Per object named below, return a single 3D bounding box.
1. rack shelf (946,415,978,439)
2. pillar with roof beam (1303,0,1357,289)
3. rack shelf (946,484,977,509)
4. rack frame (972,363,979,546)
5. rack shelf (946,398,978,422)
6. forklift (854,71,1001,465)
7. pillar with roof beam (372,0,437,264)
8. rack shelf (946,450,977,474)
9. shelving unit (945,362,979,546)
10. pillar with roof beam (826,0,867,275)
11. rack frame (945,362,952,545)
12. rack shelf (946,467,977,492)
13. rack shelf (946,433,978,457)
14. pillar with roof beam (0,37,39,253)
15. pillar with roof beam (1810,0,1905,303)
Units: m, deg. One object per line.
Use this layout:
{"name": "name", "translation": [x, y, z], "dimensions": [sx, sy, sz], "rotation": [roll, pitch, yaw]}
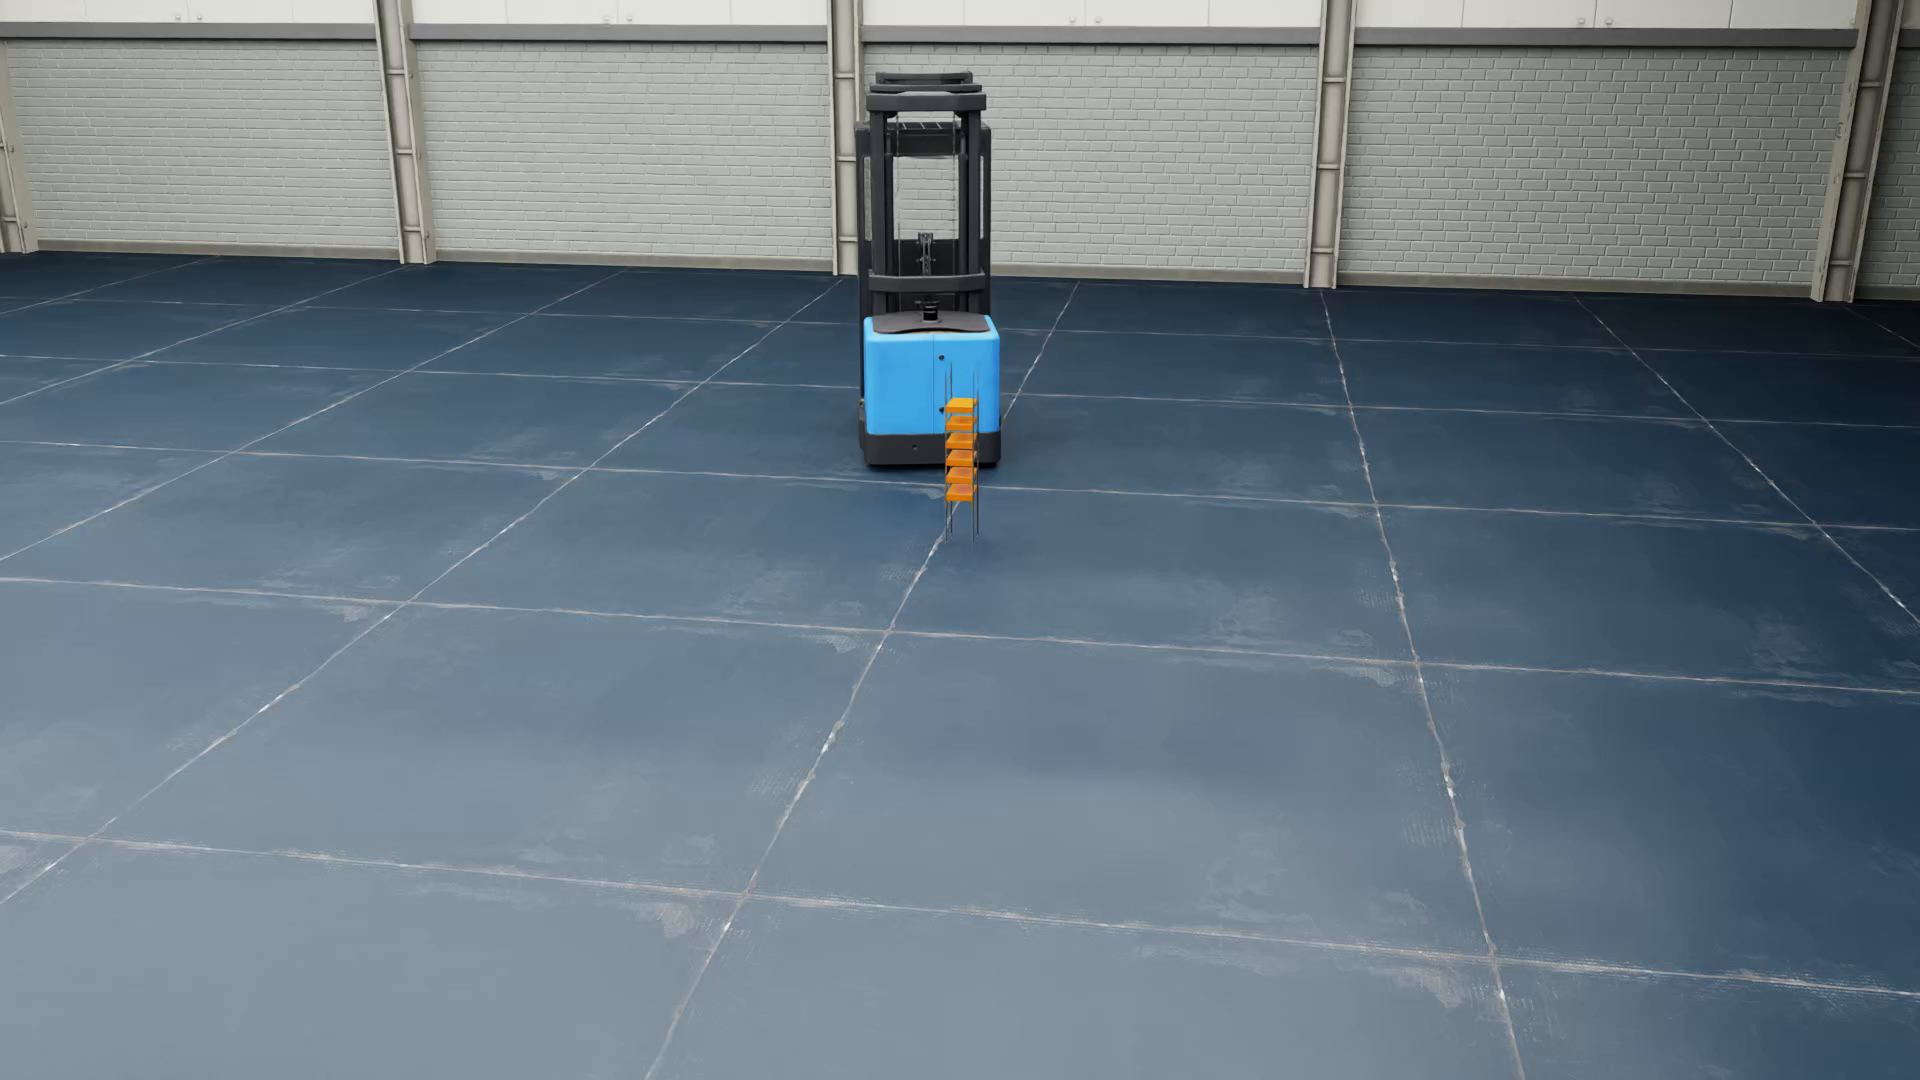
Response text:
{"name": "rack shelf", "translation": [0.014, -0.754, 11.048], "dimensions": [0.180, 0.103, 0.258], "rotation": [3, 19, 9]}
{"name": "pillar with roof beam", "translation": [3.814, -6.094, 15.335], "dimensions": [0.400, 9.000, 9.100], "rotation": [3, 19, 9]}
{"name": "rack shelf", "translation": [0.014, -0.299, 11.201], "dimensions": [0.180, 0.103, 0.258], "rotation": [3, 19, 9]}
{"name": "rack frame", "translation": [0.105, -0.564, 11.097], "dimensions": [0.006, 1.200, 0.240], "rotation": [3, 19, 9]}
{"name": "rack shelf", "translation": [0.014, -0.868, 11.010], "dimensions": [0.180, 0.103, 0.258], "rotation": [3, 19, 9]}
{"name": "forklift", "translation": [-0.312, -2.389, 13.824], "dimensions": [1.130, 2.935, 3.031], "rotation": [-1, 19, -4]}
{"name": "pillar with roof beam", "translation": [-8.034, -6.698, 17.140], "dimensions": [0.400, 9.000, 9.100], "rotation": [3, 19, 9]}
{"name": "rack shelf", "translation": [0.014, -0.526, 11.125], "dimensions": [0.180, 0.103, 0.258], "rotation": [3, 19, 9]}
{"name": "shelving unit", "translation": [0.014, -0.568, 11.111], "dimensions": [0.189, 1.200, 0.258], "rotation": [3, 19, 9]}
{"name": "pillar with roof beam", "translation": [-2.110, -6.396, 16.237], "dimensions": [0.400, 9.000, 9.100], "rotation": [3, 19, 9]}
{"name": "rack frame", "translation": [-0.076, -0.573, 11.124], "dimensions": [0.006, 1.200, 0.240], "rotation": [3, 19, 9]}
{"name": "rack shelf", "translation": [0.014, -0.412, 11.163], "dimensions": [0.180, 0.103, 0.258], "rotation": [3, 19, 9]}
{"name": "rack shelf", "translation": [0.014, -0.640, 11.087], "dimensions": [0.180, 0.103, 0.258], "rotation": [3, 19, 9]}
{"name": "pillar with roof beam", "translation": [-13.959, -7.000, 18.042], "dimensions": [0.400, 9.000, 9.100], "rotation": [3, 19, 9]}
{"name": "pillar with roof beam", "translation": [9.738, -5.792, 14.432], "dimensions": [0.400, 9.000, 9.100], "rotation": [3, 19, 9]}
